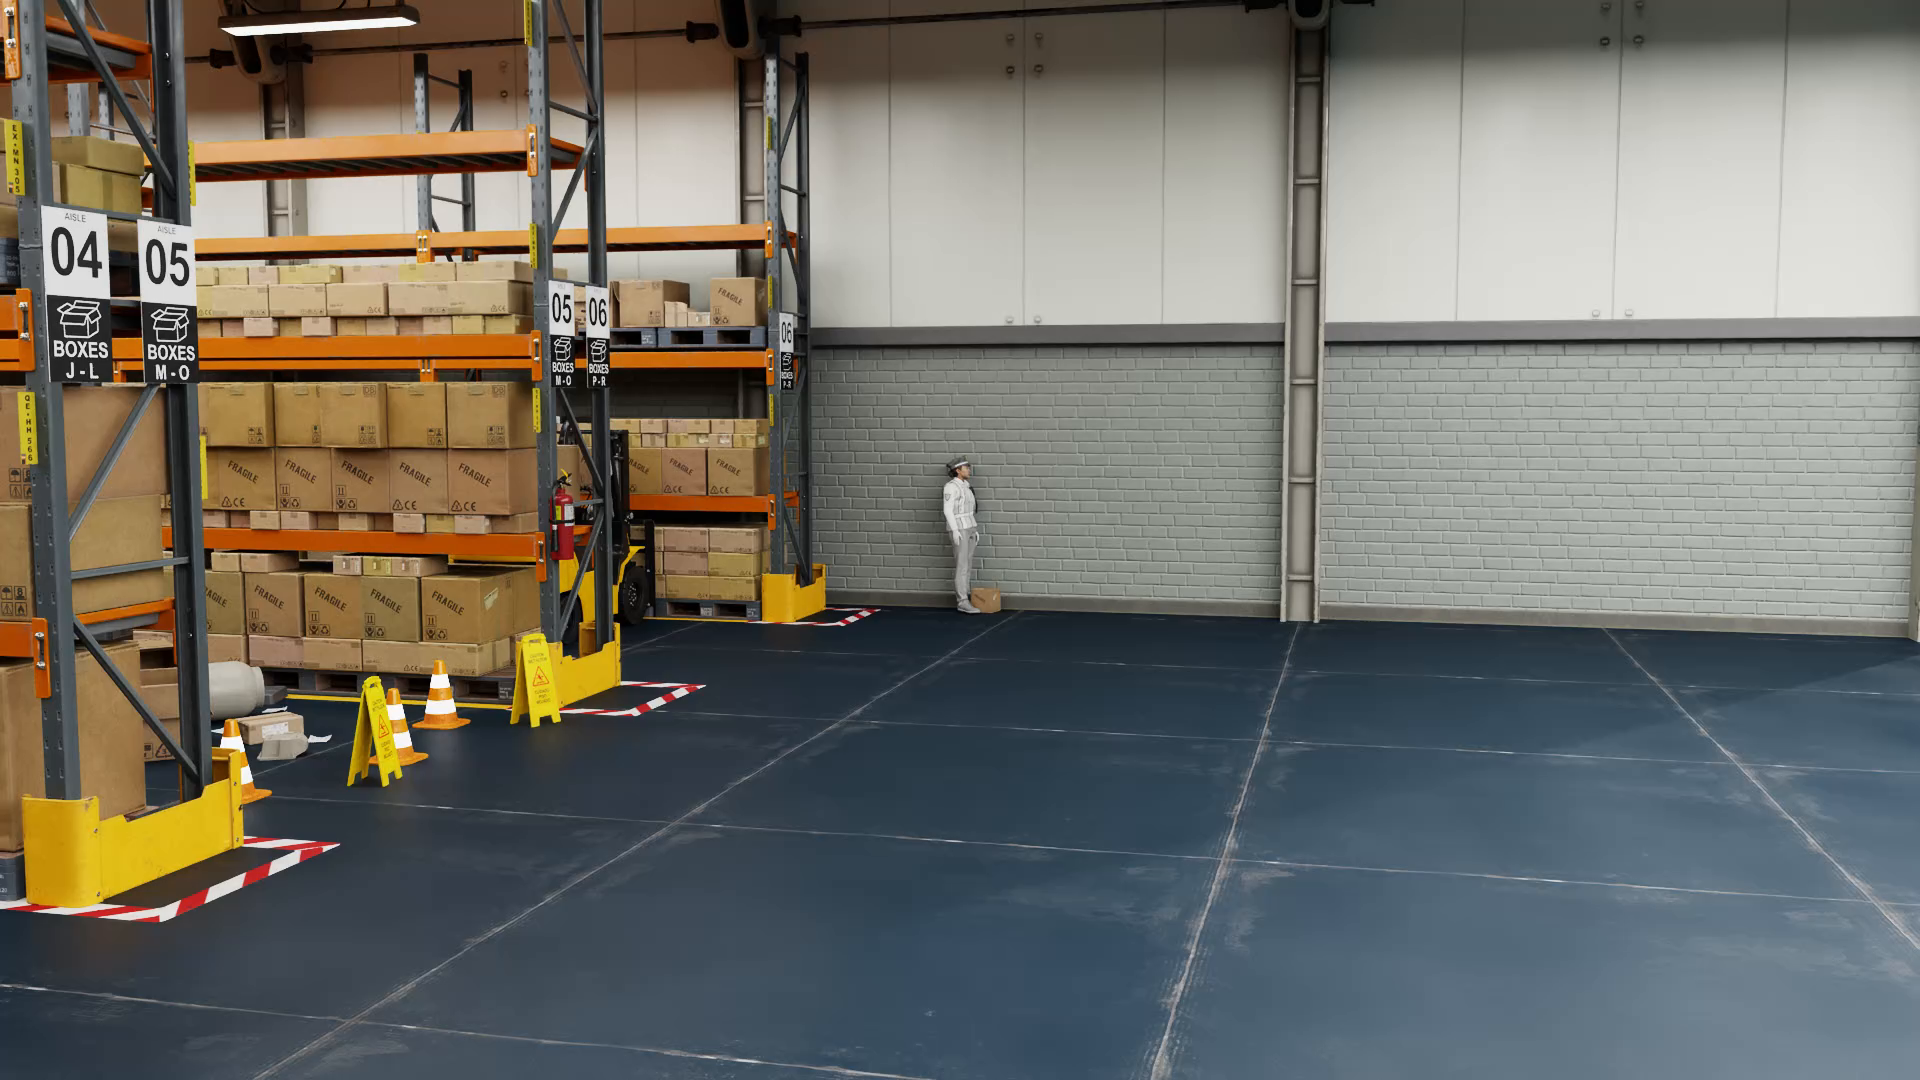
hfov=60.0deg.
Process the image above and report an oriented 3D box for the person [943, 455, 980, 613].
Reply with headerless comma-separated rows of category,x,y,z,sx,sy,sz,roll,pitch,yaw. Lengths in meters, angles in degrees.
person,0.083,-0.079,18.161,0.534,1.697,0.588,2,6,27
